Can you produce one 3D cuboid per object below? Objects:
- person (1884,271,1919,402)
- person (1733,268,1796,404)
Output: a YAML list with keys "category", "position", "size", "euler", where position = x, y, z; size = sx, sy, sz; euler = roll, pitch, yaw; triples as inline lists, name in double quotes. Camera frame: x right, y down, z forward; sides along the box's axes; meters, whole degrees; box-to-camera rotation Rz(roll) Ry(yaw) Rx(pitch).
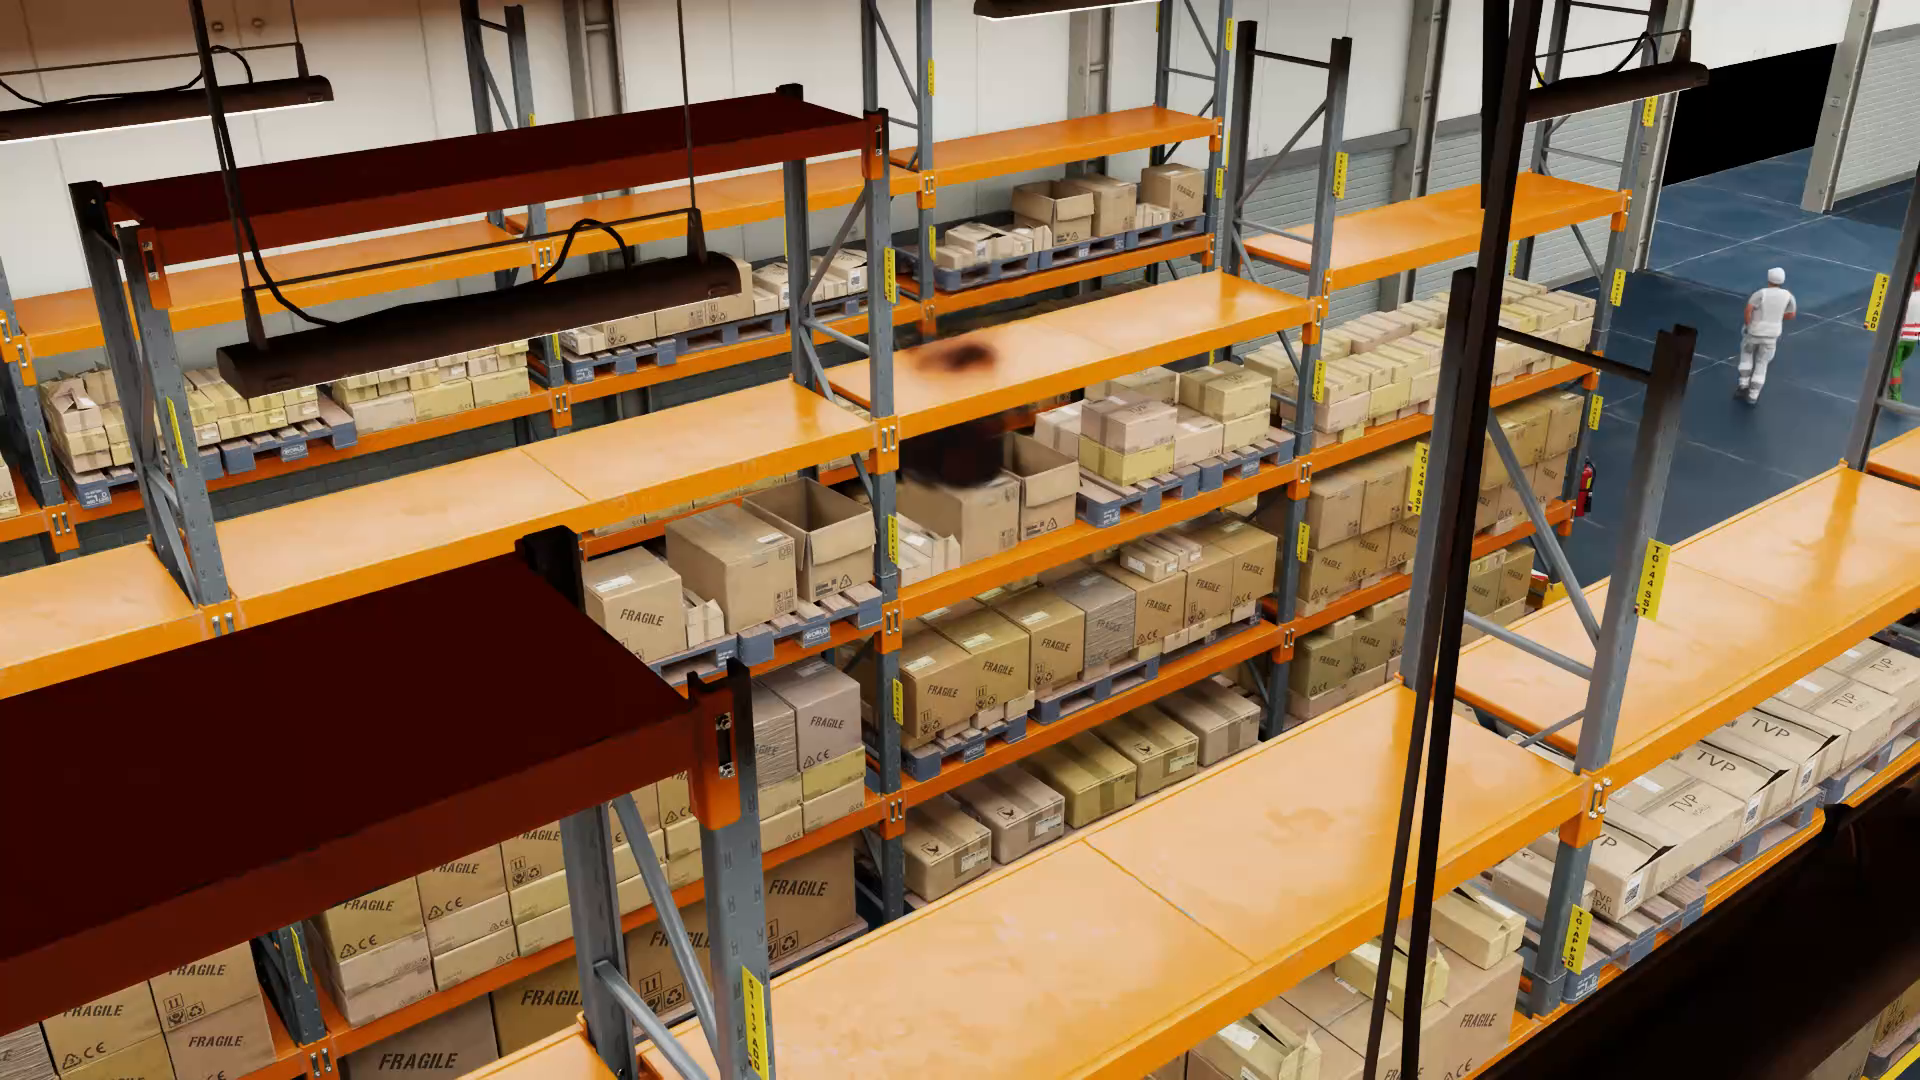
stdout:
- category: "person"
  position: [12.094, -2.554, 21.295]
  size: [0.639, 1.840, 0.758]
  euler: [2, 26, 4]
- category: "person"
  position: [10.398, -2.654, 21.532]
  size: [0.639, 1.805, 0.715]
  euler: [8, 27, 17]
